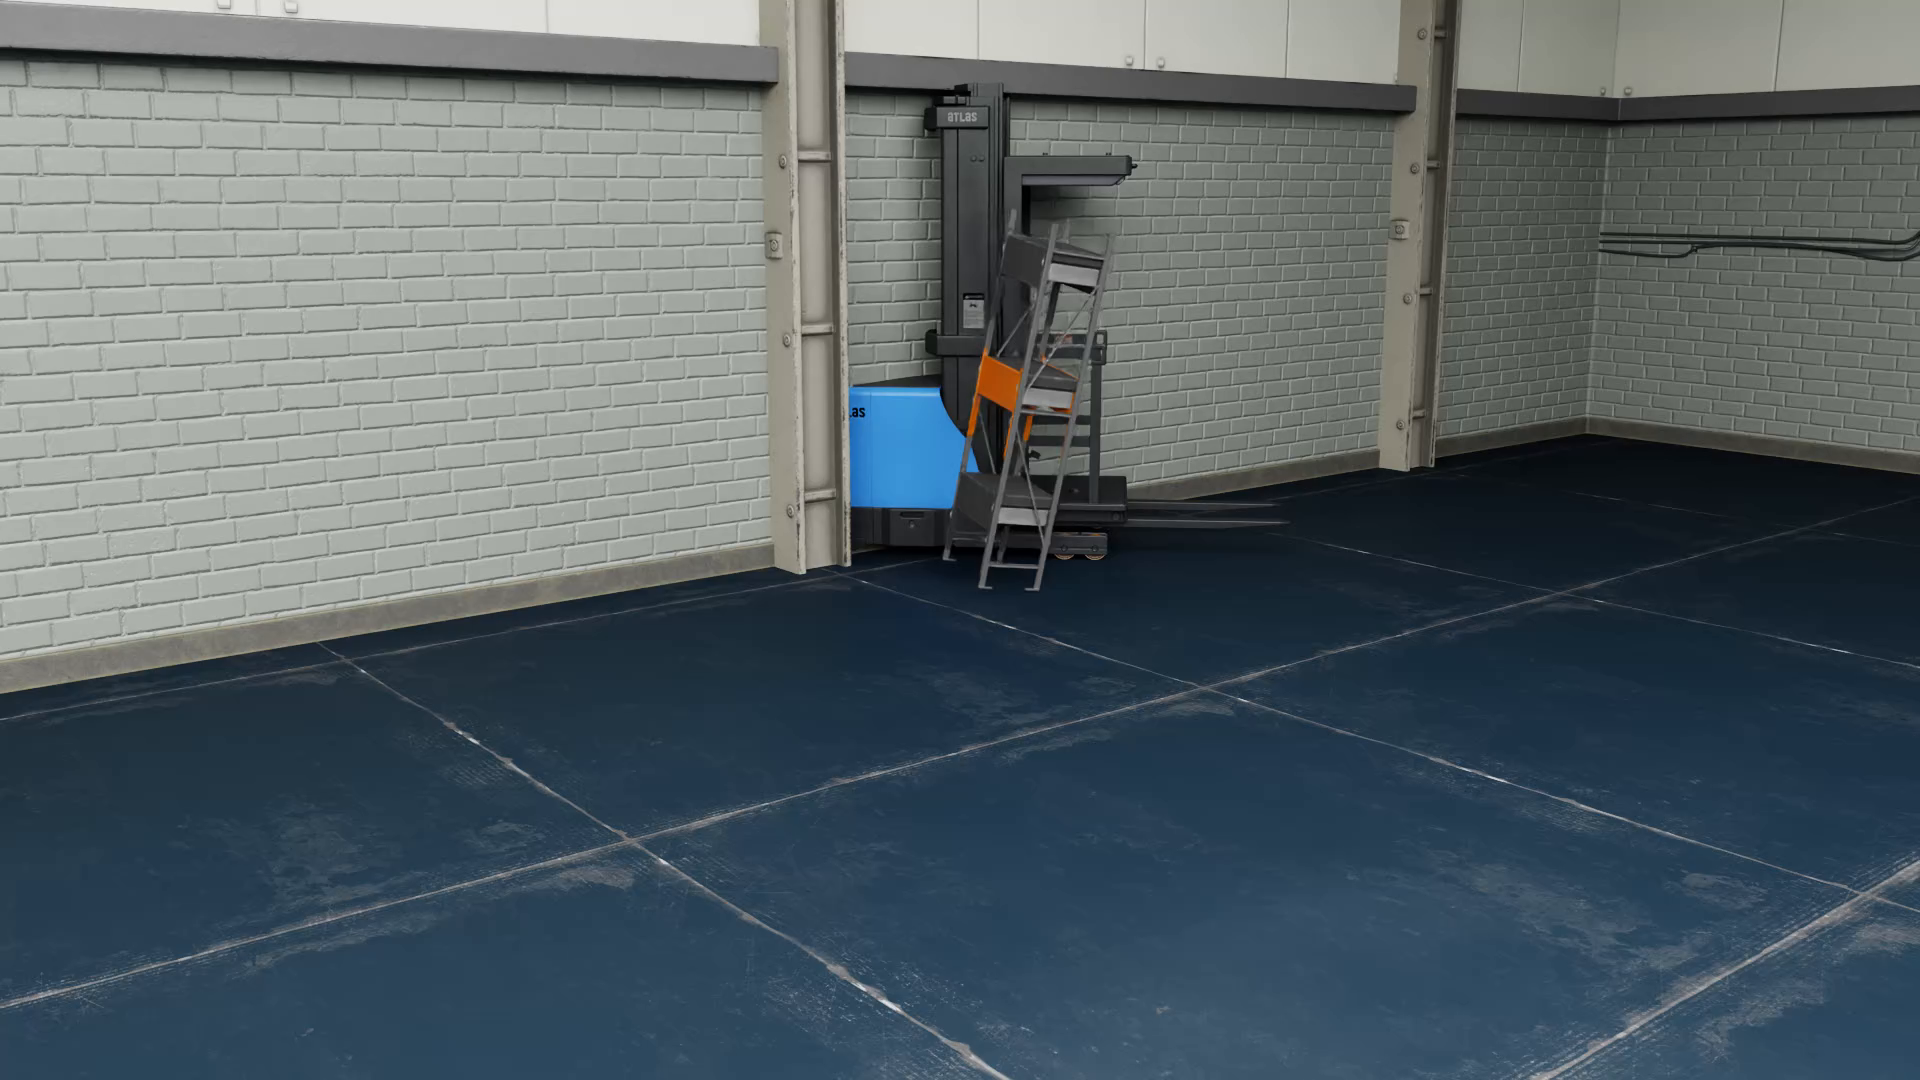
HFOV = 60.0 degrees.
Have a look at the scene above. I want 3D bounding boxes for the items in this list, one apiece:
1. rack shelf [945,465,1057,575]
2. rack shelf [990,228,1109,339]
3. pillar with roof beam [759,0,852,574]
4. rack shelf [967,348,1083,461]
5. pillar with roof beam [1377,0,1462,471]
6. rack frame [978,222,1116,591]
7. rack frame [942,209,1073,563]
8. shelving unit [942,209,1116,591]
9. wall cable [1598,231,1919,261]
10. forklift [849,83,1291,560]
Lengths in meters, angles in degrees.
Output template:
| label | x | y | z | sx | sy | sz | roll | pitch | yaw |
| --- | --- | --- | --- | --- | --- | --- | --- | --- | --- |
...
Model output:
| label | x | y | z | sx | sy | sz | roll | pitch | yaw |
| --- | --- | --- | --- | --- | --- | --- | --- | --- | --- |
| rack shelf | 0.240 | -0.110 | 9.728 | 0.431 | 0.518 | 0.480 | 3 | 17 | -28 |
| rack shelf | 0.505 | -1.436 | 9.364 | 0.431 | 0.518 | 0.480 | 3 | 17 | -28 |
| pillar with roof beam | 1.765 | -3.544 | 6.156 | 0.400 | 9.000 | 9.100 | -9 | 15 | -38 |
| rack shelf | 0.373 | -0.773 | 9.546 | 0.431 | 0.518 | 0.480 | 3 | 17 | -28 |
| pillar with roof beam | 6.451 | -4.323 | 9.823 | 0.400 | 9.000 | 9.100 | -9 | 15 | -38 |
| rack frame | 0.480 | -0.708 | 9.336 | 0.400 | 2.100 | 0.015 | 3 | 17 | -28 |
| rack frame | 0.271 | -0.864 | 9.749 | 0.400 | 2.100 | 0.015 | 3 | 17 | -28 |
| shelving unit | 0.375 | -0.786 | 9.542 | 0.431 | 2.100 | 0.503 | 3 | 17 | -28 |
| wall cable | 6.888 | -3.670 | 14.224 | 0.112 | 2.526 | 3.097 | -9 | 15 | -38 |
| forklift | 0.624 | -1.422 | 10.768 | 3.031 | 2.935 | 1.130 | 1 | 12 | 5 |
